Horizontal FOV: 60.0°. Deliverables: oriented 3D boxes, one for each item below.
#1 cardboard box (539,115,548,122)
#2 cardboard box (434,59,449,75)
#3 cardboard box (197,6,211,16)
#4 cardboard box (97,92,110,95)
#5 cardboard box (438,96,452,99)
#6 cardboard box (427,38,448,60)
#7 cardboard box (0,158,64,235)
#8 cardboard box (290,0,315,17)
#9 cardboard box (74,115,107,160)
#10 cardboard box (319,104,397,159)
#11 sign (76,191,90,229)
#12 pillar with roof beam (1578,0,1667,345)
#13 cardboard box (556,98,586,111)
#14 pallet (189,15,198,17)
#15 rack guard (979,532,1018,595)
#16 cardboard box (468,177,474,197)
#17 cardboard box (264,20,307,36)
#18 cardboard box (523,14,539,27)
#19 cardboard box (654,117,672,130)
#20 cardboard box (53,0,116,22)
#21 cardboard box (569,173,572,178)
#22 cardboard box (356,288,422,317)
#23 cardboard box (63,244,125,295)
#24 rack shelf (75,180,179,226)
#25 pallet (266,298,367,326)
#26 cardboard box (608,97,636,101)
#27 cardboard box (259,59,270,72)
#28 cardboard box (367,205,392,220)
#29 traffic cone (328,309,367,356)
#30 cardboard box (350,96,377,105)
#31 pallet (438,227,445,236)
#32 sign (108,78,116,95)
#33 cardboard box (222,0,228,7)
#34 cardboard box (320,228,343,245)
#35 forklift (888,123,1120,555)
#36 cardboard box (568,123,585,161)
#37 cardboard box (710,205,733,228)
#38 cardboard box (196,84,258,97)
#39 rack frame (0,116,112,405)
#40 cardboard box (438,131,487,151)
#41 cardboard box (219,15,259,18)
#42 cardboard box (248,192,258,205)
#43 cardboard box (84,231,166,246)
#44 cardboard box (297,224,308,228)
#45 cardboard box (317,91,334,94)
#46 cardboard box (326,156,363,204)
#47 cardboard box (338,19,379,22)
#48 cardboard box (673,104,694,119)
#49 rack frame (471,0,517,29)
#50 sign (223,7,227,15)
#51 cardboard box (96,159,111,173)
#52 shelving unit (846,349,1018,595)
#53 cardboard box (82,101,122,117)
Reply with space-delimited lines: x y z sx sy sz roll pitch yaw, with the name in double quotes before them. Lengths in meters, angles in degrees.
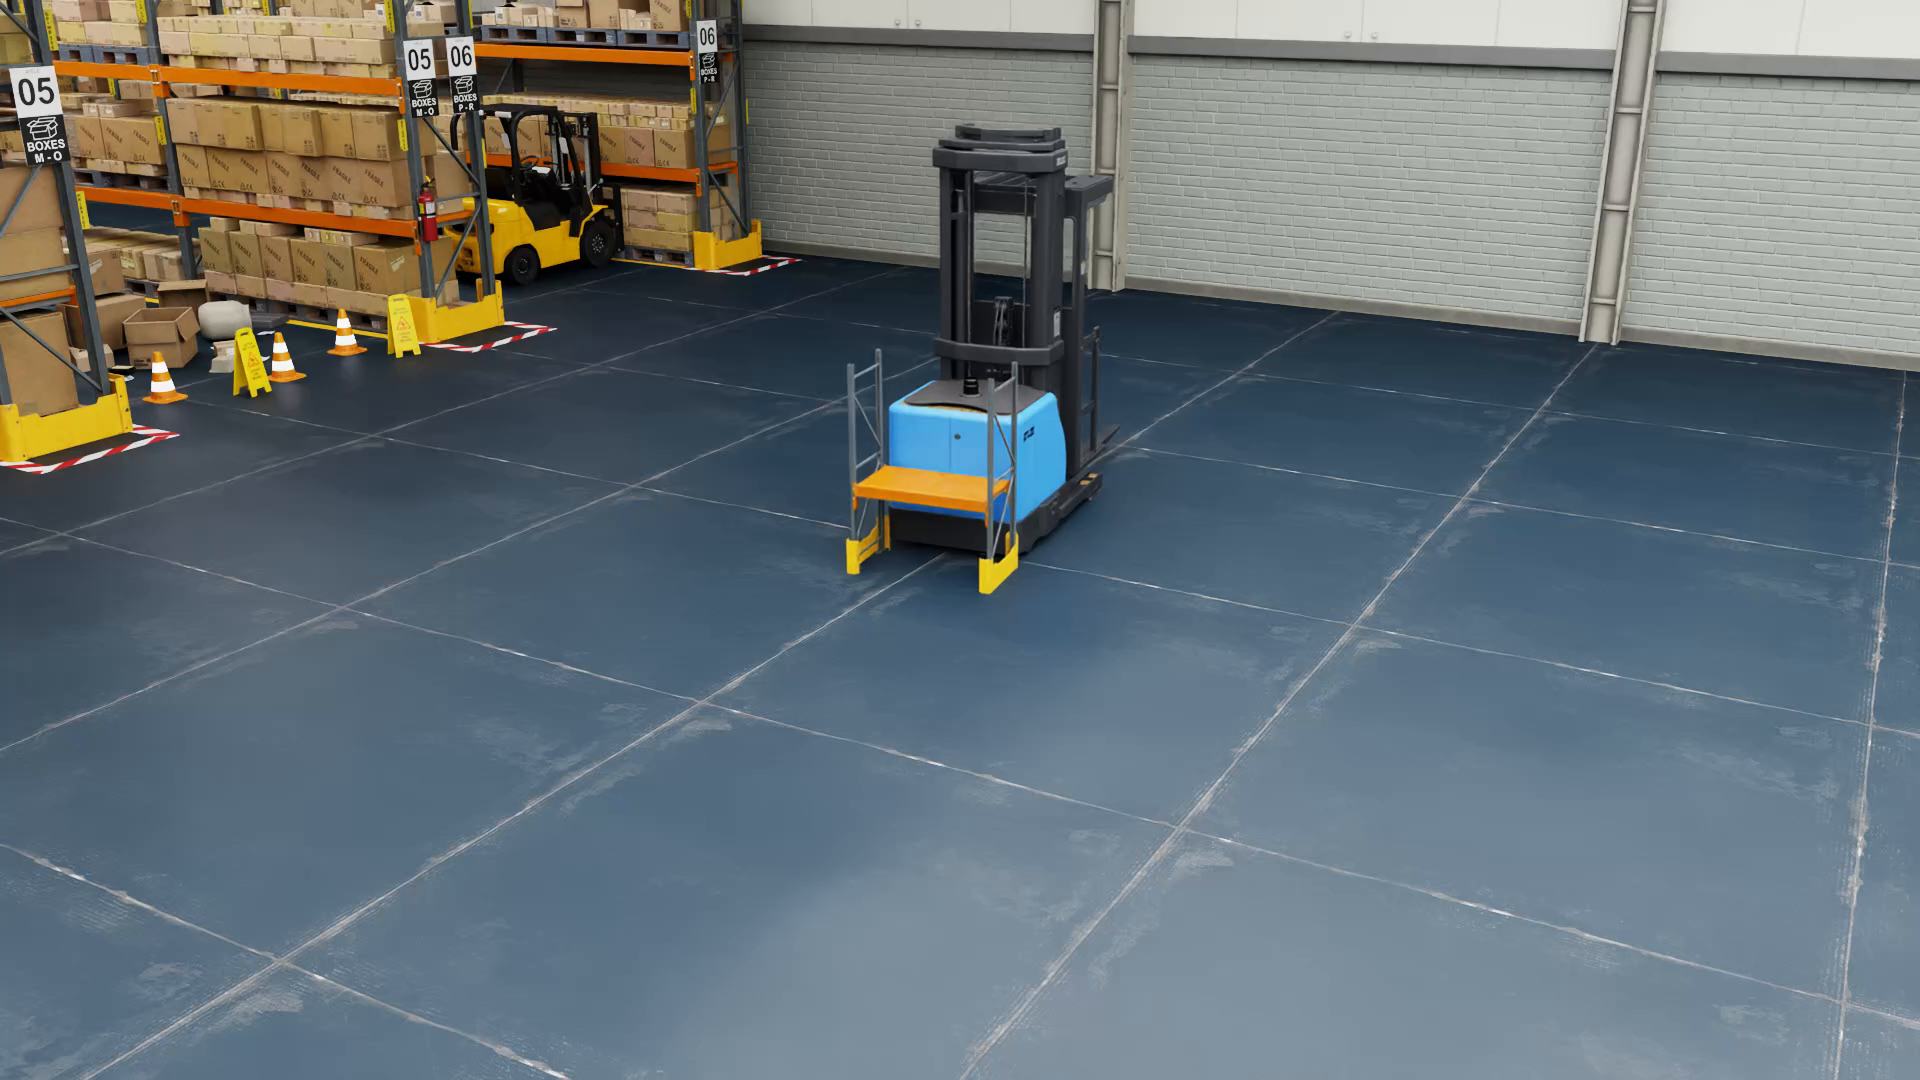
"cardboard box" -5.669 -5.940 23.243 0.250 0.149 0.380 11 22 27
"cardboard box" -5.751 -5.204 18.283 0.250 0.149 0.380 11 23 27
"cardboard box" -11.724 -8.305 26.099 0.250 0.149 0.380 12 23 29
"cardboard box" -14.421 -7.548 28.558 0.500 0.250 0.500 11 22 27
"cardboard box" -7.761 -6.566 24.968 0.250 0.149 0.380 11 23 27
"cardboard box" -5.929 -5.403 18.246 0.500 0.250 0.500 10 22 26
"cardboard box" -8.251 -2.922 14.217 0.550 0.550 0.875 11 23 27
"cardboard box" -9.673 -8.078 24.927 0.500 0.500 0.500 11 23 28
"cardboard box" -10.508 -4.988 20.519 0.500 0.500 0.500 12 23 29
"cardboard box" -6.610 -4.524 18.388 0.500 0.500 0.700 11 23 28
"sign" -7.670 -2.879 14.516 0.005 0.325 0.100 11 23 27
"pillar with roof beam" 5.006 -5.166 13.410 0.400 9.000 9.100 11 23 27
"cardboard box" -5.398 -6.064 23.149 0.250 0.149 0.380 11 23 27
"pallet" -12.237 -8.255 26.601 1.003 0.211 1.213 11 23 27
"rack guard" 0.270 0.159 11.561 0.087 0.250 0.587 8 21 20
"cardboard box" -7.155 -5.069 24.806 0.625 0.625 0.875 12 23 30
"cardboard box" -7.414 -5.641 18.317 0.250 0.149 0.380 11 23 29
"cardboard box" -5.780 -7.148 22.878 0.250 0.149 0.380 12 23 29
"cardboard box" -3.879 -5.599 22.303 0.250 0.149 0.380 11 23 28
"cardboard box" -10.582 -6.419 20.135 0.500 0.250 0.500 11 23 28
"cardboard box" -5.721 -5.175 24.183 0.500 0.250 0.500 10 22 27
"cardboard box" -6.478 -2.724 18.891 0.500 0.250 0.500 11 23 27
"cardboard box" -9.954 -3.072 18.990 0.500 0.500 0.500 11 23 27
"rack shelf" -10.858 -4.420 21.207 4.000 0.370 1.077 11 23 27
"pallet" -7.439 -2.811 19.805 1.213 0.211 1.003 11 23 27
"cardboard box" -4.728 -6.116 23.292 0.250 0.149 0.380 11 23 28
"cardboard box" -7.611 -5.336 18.645 0.250 0.149 0.380 11 23 28
"cardboard box" -6.326 -3.650 18.397 0.250 0.149 0.380 10 22 27
"traffic cone" -6.624 -2.256 17.904 0.334 0.463 0.336 11 23 27
"cardboard box" -8.920 -6.569 24.978 0.250 0.149 0.380 11 23 28
"pallet" -7.357 -4.704 25.024 1.213 0.211 1.003 11 23 27
"sign" -13.937 -7.479 27.314 0.005 0.325 0.100 11 23 27
"cardboard box" -11.267 -8.364 25.826 0.250 0.149 0.380 10 22 26
"cardboard box" -7.018 -3.462 18.876 0.250 0.149 0.380 11 23 28
"forklift" 0.505 -1.736 12.852 1.130 2.935 3.031 8 21 21
"cardboard box" -5.100 -5.544 23.103 0.500 0.500 0.500 11 23 28
"cardboard box" -3.512 -4.519 23.107 0.500 0.250 0.500 11 23 28
"cardboard box" -11.702 -7.032 26.584 0.637 0.503 0.797 10 22 26
"rack frame" -7.946 -2.270 14.225 0.127 3.000 1.000 11 23 27
"cardboard box" -7.262 -5.840 24.285 0.500 0.250 0.500 11 23 29
"cardboard box" -8.464 -6.085 19.540 0.250 0.149 0.380 10 22 26
"cardboard box" -8.054 -4.012 19.394 0.250 0.149 0.380 11 23 27
"cardboard box" -10.808 -3.708 21.426 0.625 0.372 0.950 12 23 29
"cardboard box" -8.020 -3.581 20.154 0.500 0.500 0.500 11 23 28
"cardboard box" -9.804 -6.927 25.966 0.250 0.149 0.380 12 23 29
"cardboard box" -6.663 -4.040 18.522 0.500 0.500 0.500 11 23 27
"cardboard box" -6.692 -5.721 18.538 0.250 0.149 0.380 11 23 27
"cardboard box" -3.618 -5.727 22.222 0.250 0.149 0.380 11 23 27
"rack frame" -6.694 -8.724 23.220 0.127 3.000 1.000 11 23 27
"sign" -8.854 -6.242 20.016 0.005 0.325 0.100 11 23 27
"cardboard box" -10.384 -4.631 20.486 0.250 0.149 0.380 11 23 28
"shelving unit" -0.192 -0.492 11.521 1.083 1.500 0.587 8 21 20
"cardboard box" -10.484 -5.274 20.355 0.250 0.149 0.380 10 22 25
